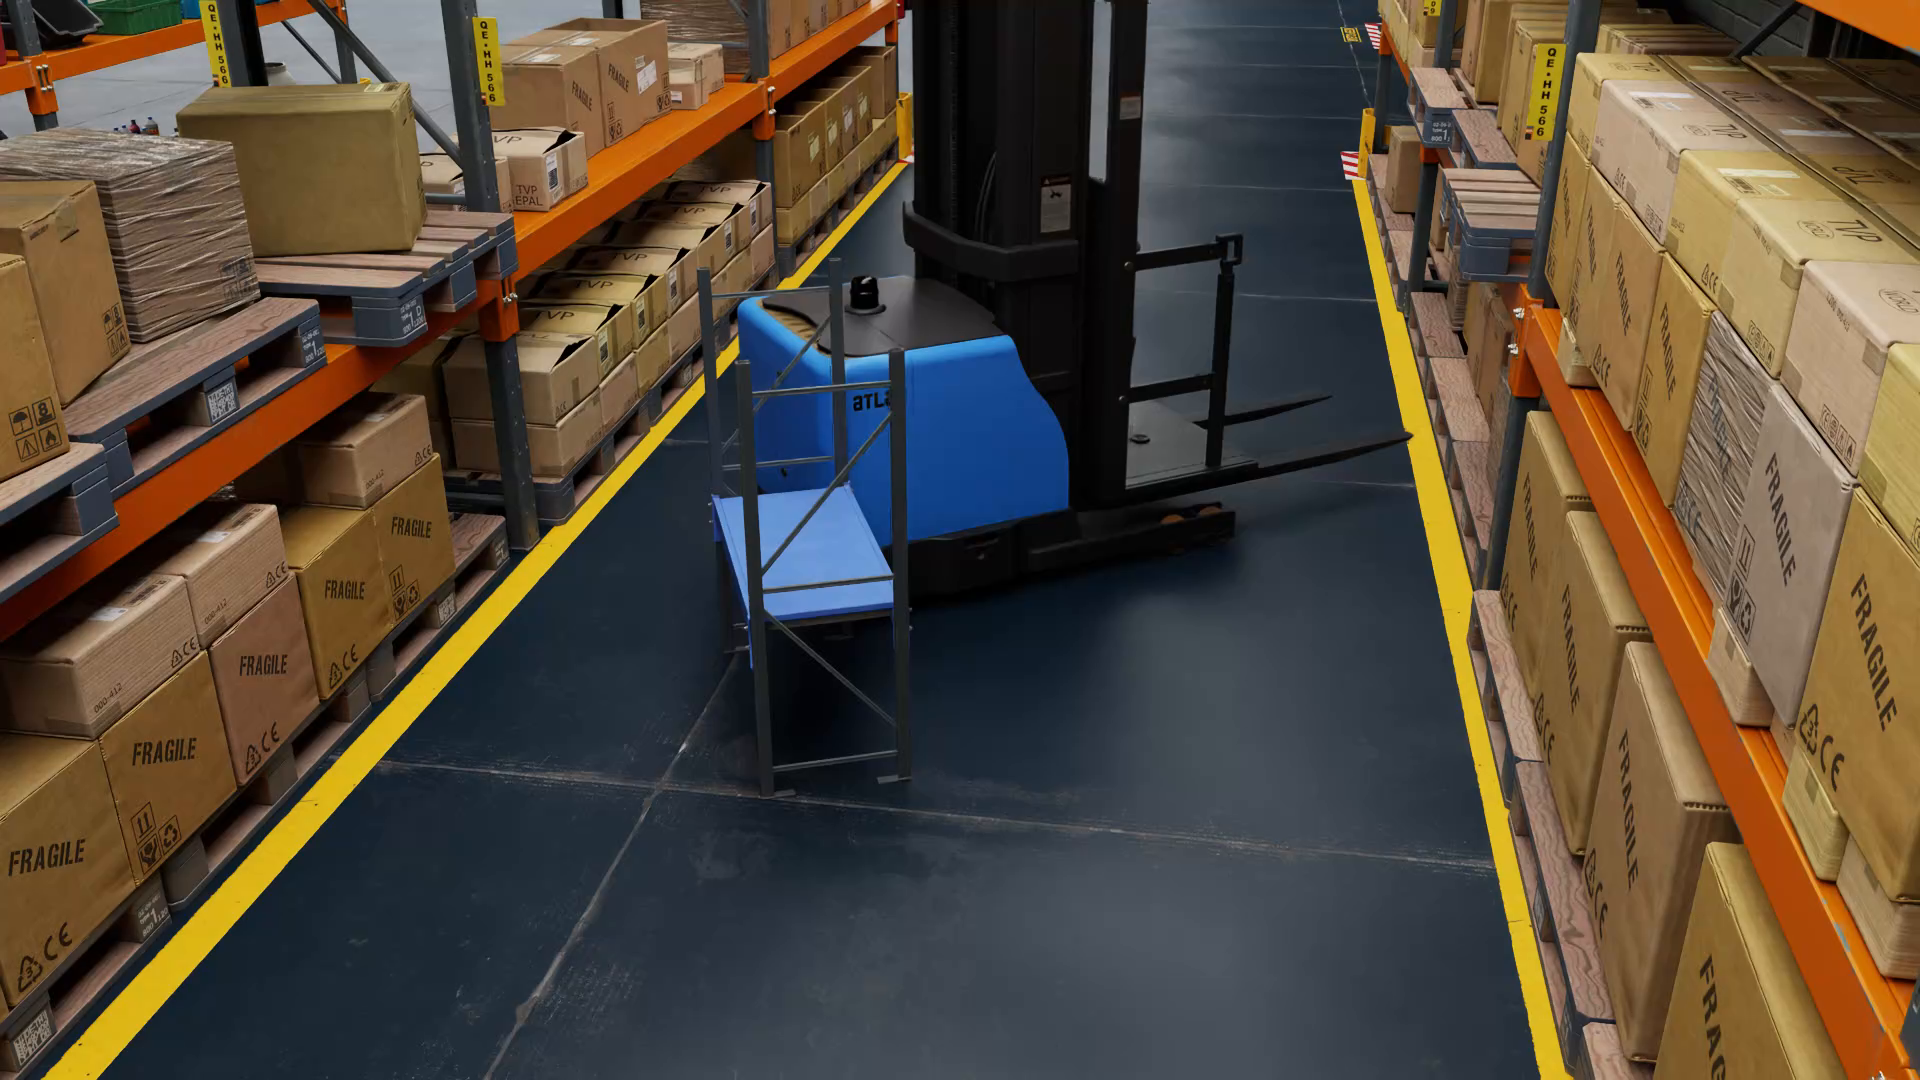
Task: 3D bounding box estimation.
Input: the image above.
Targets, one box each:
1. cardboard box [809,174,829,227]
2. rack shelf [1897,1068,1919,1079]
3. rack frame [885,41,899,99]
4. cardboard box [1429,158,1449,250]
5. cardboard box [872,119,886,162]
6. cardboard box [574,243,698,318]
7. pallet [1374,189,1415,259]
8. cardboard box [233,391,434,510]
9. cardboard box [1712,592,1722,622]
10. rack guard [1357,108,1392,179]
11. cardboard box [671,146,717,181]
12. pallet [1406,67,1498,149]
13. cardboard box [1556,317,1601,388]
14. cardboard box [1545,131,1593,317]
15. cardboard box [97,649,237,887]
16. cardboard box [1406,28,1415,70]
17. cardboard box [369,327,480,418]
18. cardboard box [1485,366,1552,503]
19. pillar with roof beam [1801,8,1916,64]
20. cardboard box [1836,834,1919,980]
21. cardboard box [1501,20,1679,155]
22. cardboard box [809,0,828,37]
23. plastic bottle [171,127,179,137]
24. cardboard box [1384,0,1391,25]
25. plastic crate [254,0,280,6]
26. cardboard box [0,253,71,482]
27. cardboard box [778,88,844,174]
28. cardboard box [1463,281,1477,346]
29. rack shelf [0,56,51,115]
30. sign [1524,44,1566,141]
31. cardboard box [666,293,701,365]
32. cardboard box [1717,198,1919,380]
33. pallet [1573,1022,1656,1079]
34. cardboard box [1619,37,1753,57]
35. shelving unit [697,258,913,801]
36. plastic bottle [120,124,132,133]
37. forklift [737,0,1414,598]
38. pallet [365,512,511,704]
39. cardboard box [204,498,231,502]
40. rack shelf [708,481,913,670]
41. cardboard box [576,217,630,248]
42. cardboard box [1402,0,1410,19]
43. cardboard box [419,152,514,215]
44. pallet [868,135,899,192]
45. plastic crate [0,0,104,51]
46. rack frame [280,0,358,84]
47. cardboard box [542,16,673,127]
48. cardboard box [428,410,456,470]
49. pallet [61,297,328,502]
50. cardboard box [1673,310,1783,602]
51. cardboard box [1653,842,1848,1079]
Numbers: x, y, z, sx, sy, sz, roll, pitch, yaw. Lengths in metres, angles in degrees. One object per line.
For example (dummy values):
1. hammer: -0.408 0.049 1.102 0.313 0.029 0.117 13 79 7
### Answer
1. cardboard box: -1.214 -2.361 11.505 0.500 0.250 0.500 4 25 9
2. rack shelf: 1.578 1.815 0.683 1.077 0.370 4.000 4 25 9
3. rack frame: -1.022 -4.708 13.769 1.000 3.000 0.127 4 25 9
4. cardboard box: 3.342 -2.197 10.835 0.500 0.500 0.500 2 25 5
5. cardboard box: -0.888 -3.198 13.292 0.500 0.250 0.500 4 25 9
6. cardboard box: -1.707 -1.408 8.806 0.500 0.311 0.500 4 25 8
7. pallet: 3.484 -2.225 11.755 1.003 0.211 1.213 4 25 9
8. cardboard box: -2.256 -0.337 5.977 0.500 0.250 0.500 5 26 11
9. cardboard box: 1.876 0.172 3.617 0.380 0.149 0.250 4 25 9
10. rack guard: 3.853 -3.202 13.501 1.175 0.500 0.348 4 25 9
11. cardboard box: -1.722 -2.737 11.422 0.500 0.500 0.500 4 25 9
12. pallet: 2.944 -2.297 8.845 1.003 0.211 1.213 4 25 9
13. cardboard box: 2.099 -0.584 5.232 0.380 0.149 0.250 5 26 10
14. cardboard box: 2.227 -1.024 5.407 0.500 0.500 0.500 5 26 10
15. cardboard box: -2.498 0.626 4.804 0.500 0.500 0.500 4 25 9
16. cardboard box: 3.080 -3.061 10.405 0.500 0.250 0.500 4 25 9
17. cardboard box: -2.487 -0.797 7.501 0.500 0.311 0.500 5 25 10
18. cardboard box: 2.625 -0.392 6.979 0.700 0.500 0.500 4 25 9
19. pillar with roof beam: -0.623 -4.519 6.290 9.100 9.000 0.400 4 25 9
20. cardboard box: 1.681 0.596 2.710 0.380 0.149 0.250 4 25 9
21. cardboard box: 2.807 -1.985 7.315 0.700 0.500 0.500 4 25 9
22. cardboard box: -1.361 -3.911 11.949 0.700 0.500 0.500 5 26 10
23. plastic bottle: -5.920 -2.945 12.608 0.144 0.351 0.185 4 25 8
24. cardboard box: 3.402 -3.907 12.212 0.500 0.250 0.500 3 25 7
25. plastic crate: -5.806 -4.484 13.466 0.499 0.251 0.408 4 25 9
26. cardboard box: -2.635 -0.399 3.951 0.700 0.500 0.500 8 26 17
27. cardboard box: -1.128 -2.910 11.792 0.500 0.500 0.500 4 25 9
28. cardboard box: 3.073 -1.232 8.773 0.700 0.500 0.500 4 25 7
29. rack shelf: -6.889 -2.217 9.297 1.077 0.370 4.000 4 25 9
30. sign: 2.022 -1.542 5.734 0.100 0.325 0.005 4 25 9
31. cardboard box: -1.709 -1.148 8.912 0.500 0.250 0.500 5 25 10
32. cardboard box: 1.905 -0.516 3.436 0.500 0.250 0.500 5 25 10
33. pallet: 1.956 1.588 3.609 1.003 0.211 1.213 4 25 9
34. cardboard box: 2.585 -1.705 5.952 0.380 0.149 0.250 1 25 2
35. shelving unit: -0.534 -0.069 5.627 0.538 1.500 1.048 -6 26 -13
36. plastic bottle: -6.568 -3.136 13.111 0.097 0.271 0.097 0 25 0
37. forklift: 0.621 -1.455 6.901 3.031 2.935 1.130 -12 28 -24
38. pallet: -2.489 0.211 6.551 1.003 0.211 1.213 4 25 9
39. cardboard box: -2.853 0.170 5.777 0.500 0.500 0.500 4 25 8
40. rack shelf: -0.534 0.094 5.704 0.538 0.185 1.000 -6 26 -13
41. cardboard box: -2.159 -1.652 9.329 0.500 0.311 0.500 3 25 7
42. cardboard box: 3.153 -3.612 10.697 0.500 0.500 0.500 3 25 7
43. cardboard box: -2.227 -1.471 6.959 0.500 0.311 0.500 6 26 12
44. pallet: -1.105 -3.122 13.671 1.003 0.211 1.213 4 25 9
45. plastic crate: -6.351 -3.562 11.394 0.767 0.338 0.504 4 25 9
46. rack frame: -5.908 -5.052 14.506 1.000 3.000 0.127 4 25 9
47. cardboard box: -1.903 -2.540 9.019 0.500 0.500 0.500 6 26 12
48. cardboard box: -2.484 -0.544 7.621 0.500 0.250 0.500 5 25 10
49. pallet: -2.642 -0.461 4.923 1.003 0.211 1.213 4 25 9
50. cardboard box: 1.896 -0.170 3.583 0.500 0.500 0.500 4 25 9
51. cardboard box: 1.883 1.155 3.284 0.750 0.750 0.750 4 25 9
